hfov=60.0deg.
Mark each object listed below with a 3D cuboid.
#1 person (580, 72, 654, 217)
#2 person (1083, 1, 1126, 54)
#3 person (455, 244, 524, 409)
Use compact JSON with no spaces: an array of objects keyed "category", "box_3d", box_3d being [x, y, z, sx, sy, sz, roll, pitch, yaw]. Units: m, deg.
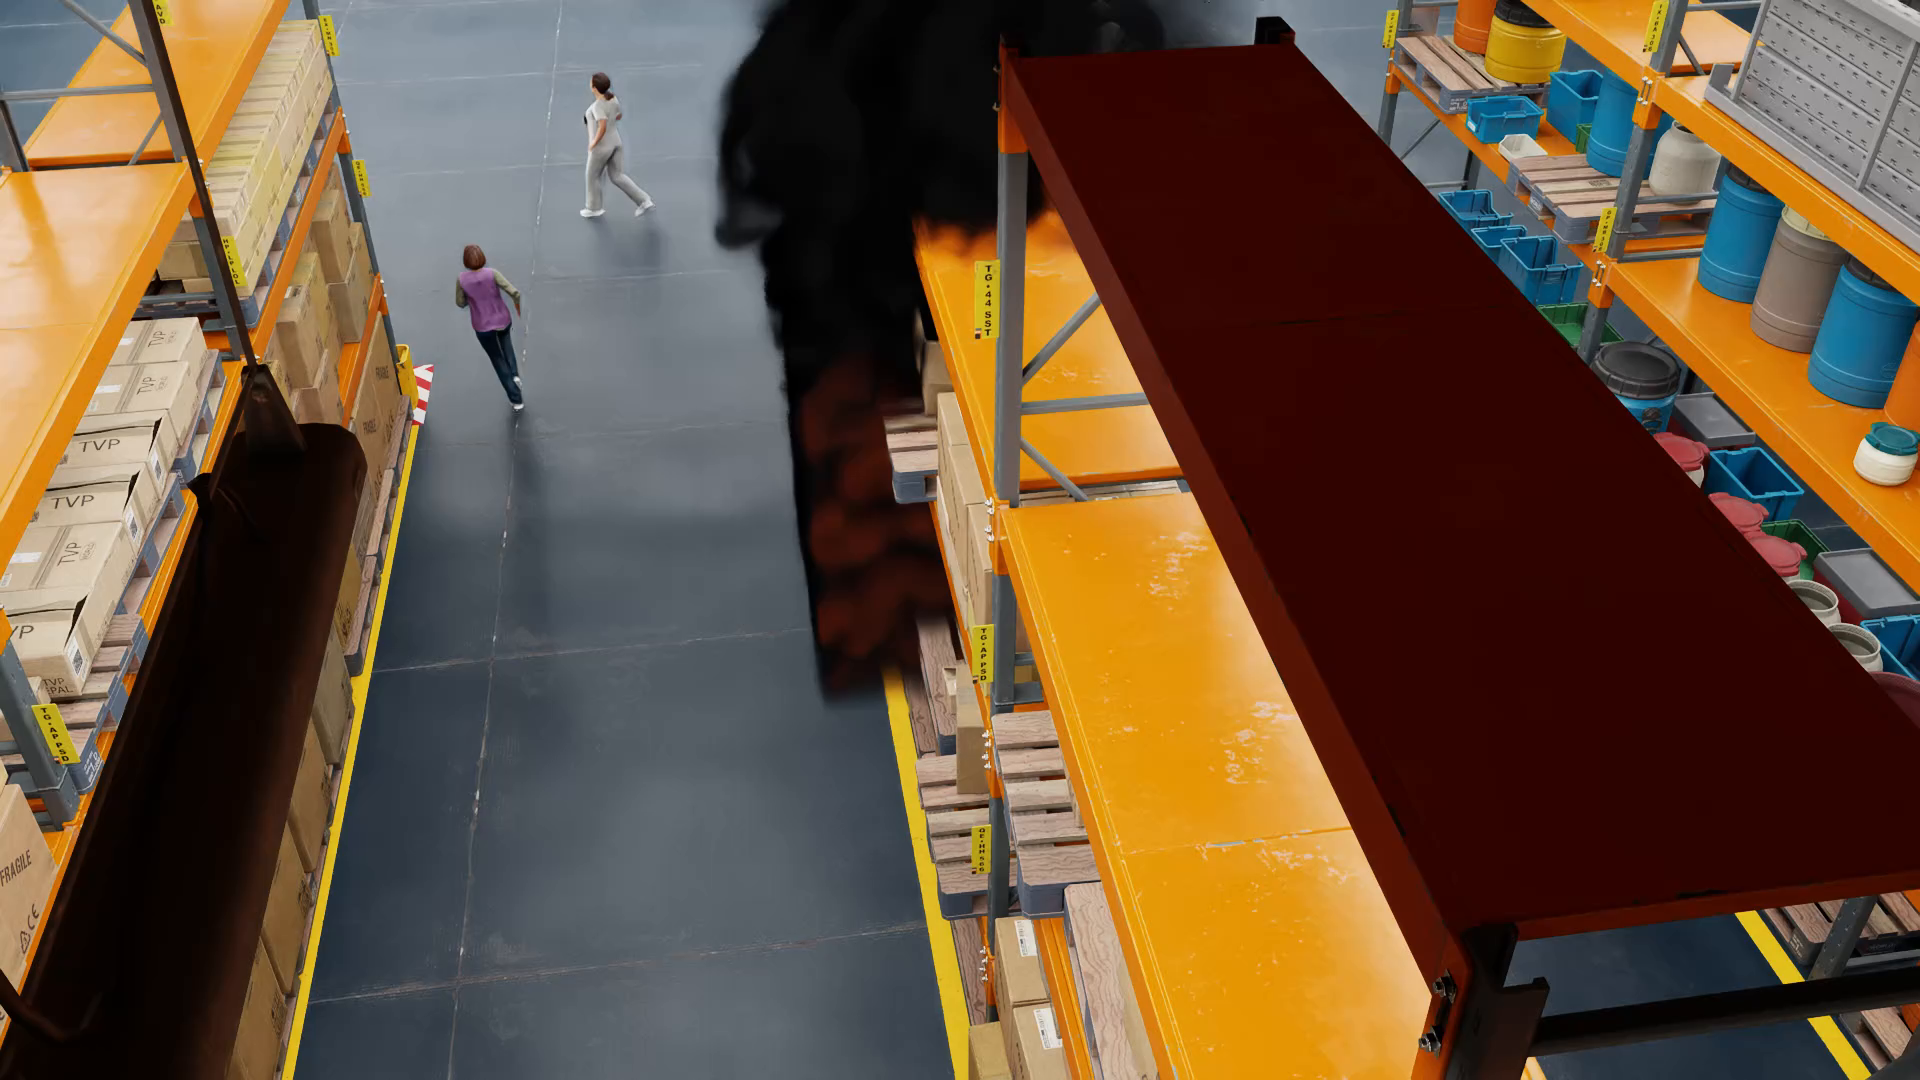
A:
[{"category":"person","box_3d":[-3.749,-4.158,17.707,0.963,1.673,0.581,17,40,22]},{"category":"person","box_3d":[1.559,-5.405,19.337,0.633,1.738,0.700,9,37,12]},{"category":"person","box_3d":[-4.141,-1.897,14.711,0.517,1.562,0.635,-17,40,-22]}]
